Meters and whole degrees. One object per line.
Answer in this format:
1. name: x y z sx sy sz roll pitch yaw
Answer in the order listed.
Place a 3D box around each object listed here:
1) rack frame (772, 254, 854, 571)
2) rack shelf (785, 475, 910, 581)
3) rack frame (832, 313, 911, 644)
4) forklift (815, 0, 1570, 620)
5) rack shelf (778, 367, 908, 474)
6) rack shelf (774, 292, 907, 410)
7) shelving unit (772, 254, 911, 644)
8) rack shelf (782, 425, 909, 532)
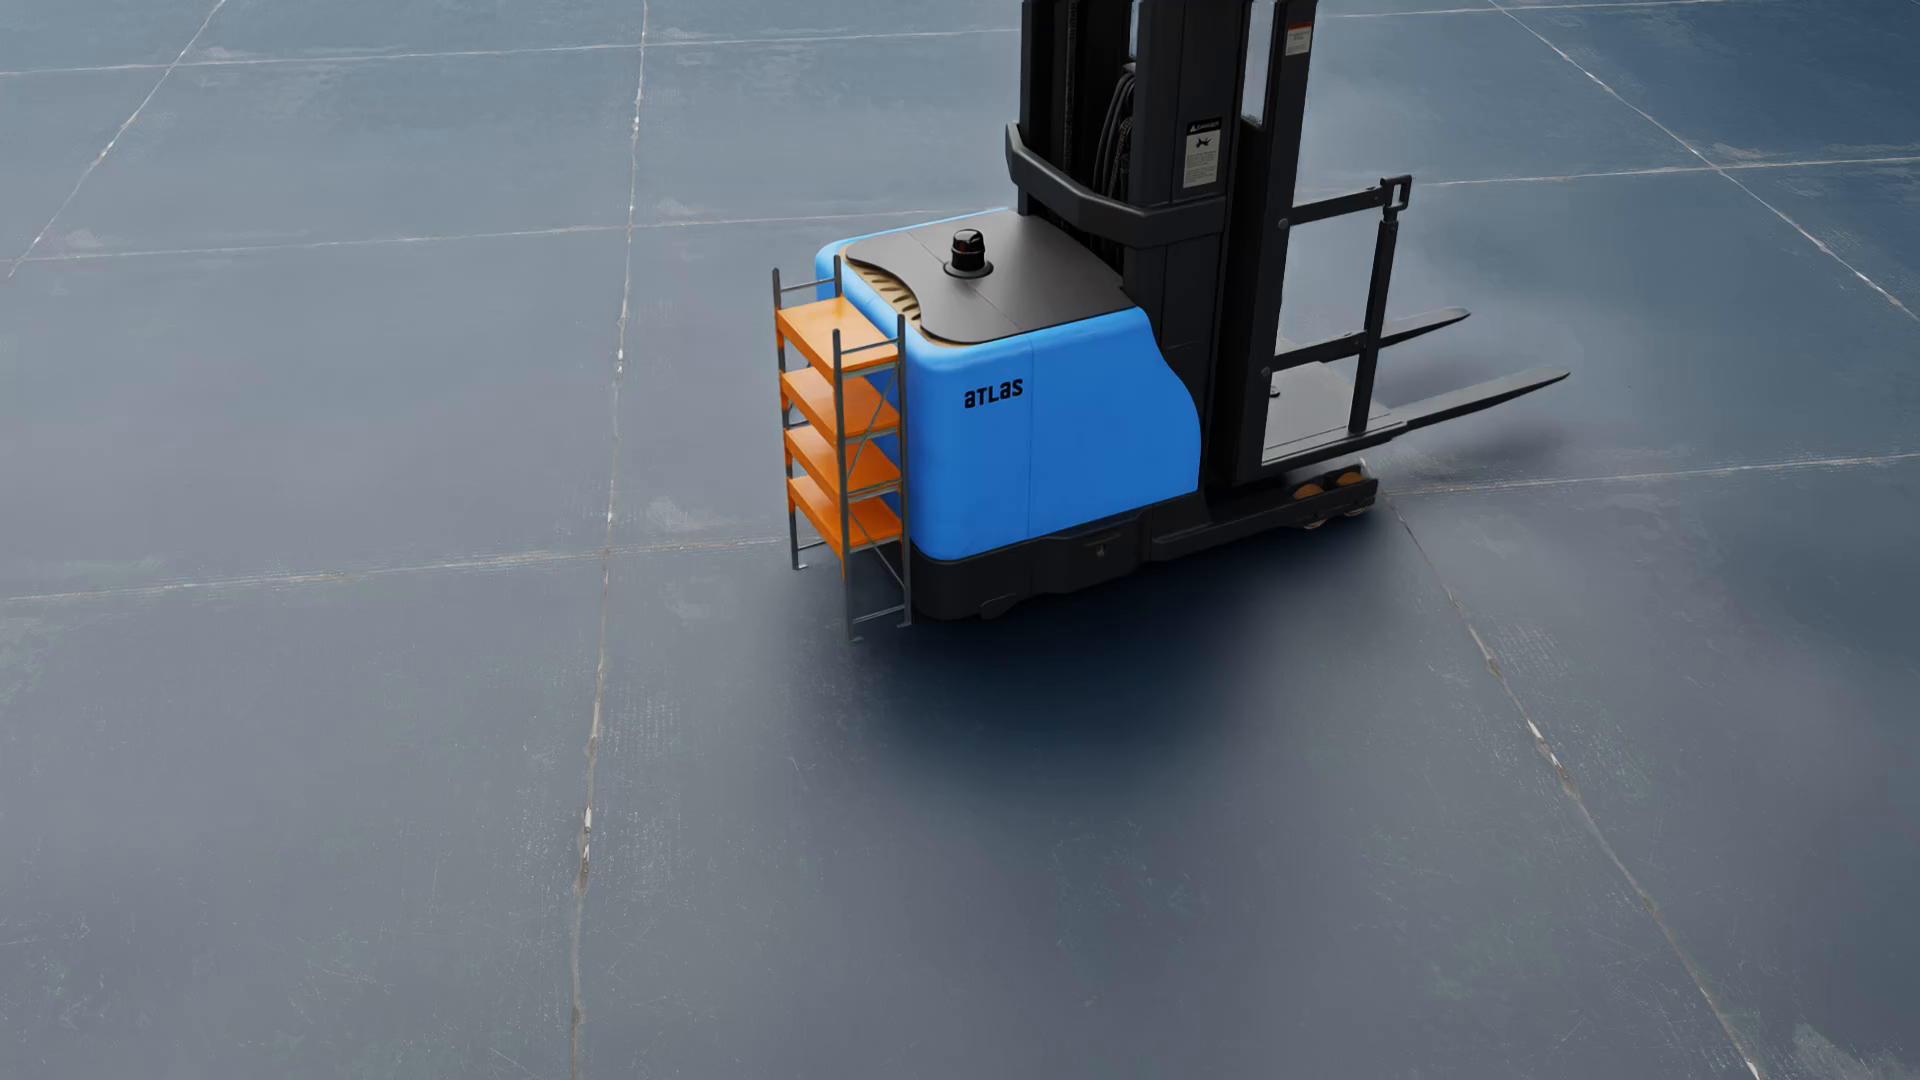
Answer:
1. rack frame: -0.504 -0.416 5.795 0.240 1.200 0.015 -16 38 -22
2. rack shelf: -0.392 -0.075 5.766 0.258 0.148 0.480 -16 38 -22
3. rack frame: -0.280 -0.172 5.437 0.240 1.200 0.015 -16 38 -22
4. forklift: 1.024 -1.503 5.853 3.031 2.935 1.130 -16 37 -22
5. rack shelf: -0.392 -0.423 5.528 0.258 0.148 0.480 -16 38 -22
6. rack shelf: -0.392 -0.619 5.395 0.258 0.148 0.480 -16 38 -22
7. shelving unit: -0.392 -0.294 5.616 0.258 1.200 0.503 -16 38 -22
8. rack shelf: -0.392 -0.239 5.654 0.258 0.148 0.480 -16 38 -22
